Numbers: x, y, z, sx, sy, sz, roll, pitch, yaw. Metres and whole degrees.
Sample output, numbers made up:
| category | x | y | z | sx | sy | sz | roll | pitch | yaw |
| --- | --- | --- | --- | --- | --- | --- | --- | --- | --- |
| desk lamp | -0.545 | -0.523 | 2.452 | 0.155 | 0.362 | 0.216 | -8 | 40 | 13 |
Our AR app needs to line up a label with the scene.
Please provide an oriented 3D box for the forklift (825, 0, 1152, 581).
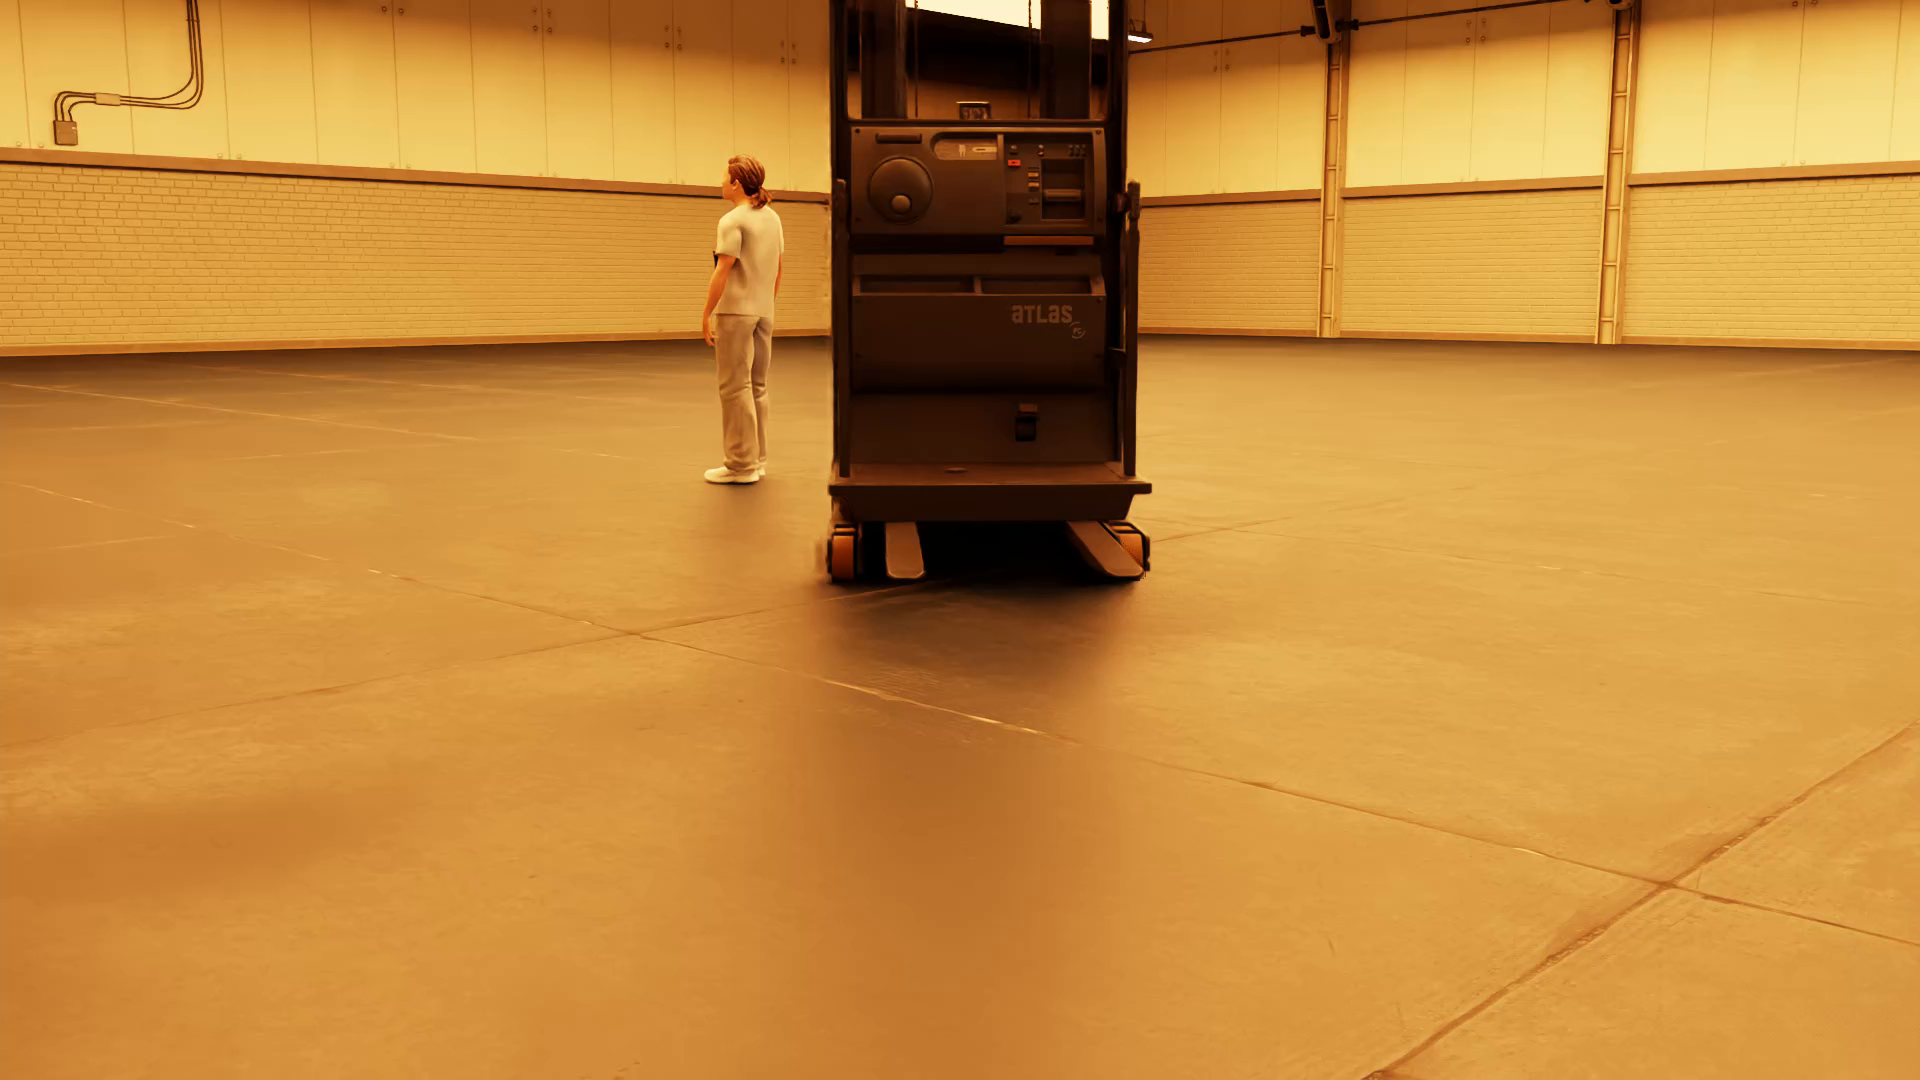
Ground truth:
| category | x | y | z | sx | sy | sz | roll | pitch | yaw |
| --- | --- | --- | --- | --- | --- | --- | --- | --- | --- |
| forklift | 0.081 | -1.353 | 5.857 | 1.130 | 2.935 | 3.031 | 0 | 9 | -3 |

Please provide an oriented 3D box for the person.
| category | x | y | z | sx | sy | sz | roll | pitch | yaw |
| --- | --- | --- | --- | --- | --- | --- | --- | --- | --- |
| person | -1.167 | -1.131 | 8.605 | 0.543 | 1.668 | 0.557 | 5 | 10 | 31 |
